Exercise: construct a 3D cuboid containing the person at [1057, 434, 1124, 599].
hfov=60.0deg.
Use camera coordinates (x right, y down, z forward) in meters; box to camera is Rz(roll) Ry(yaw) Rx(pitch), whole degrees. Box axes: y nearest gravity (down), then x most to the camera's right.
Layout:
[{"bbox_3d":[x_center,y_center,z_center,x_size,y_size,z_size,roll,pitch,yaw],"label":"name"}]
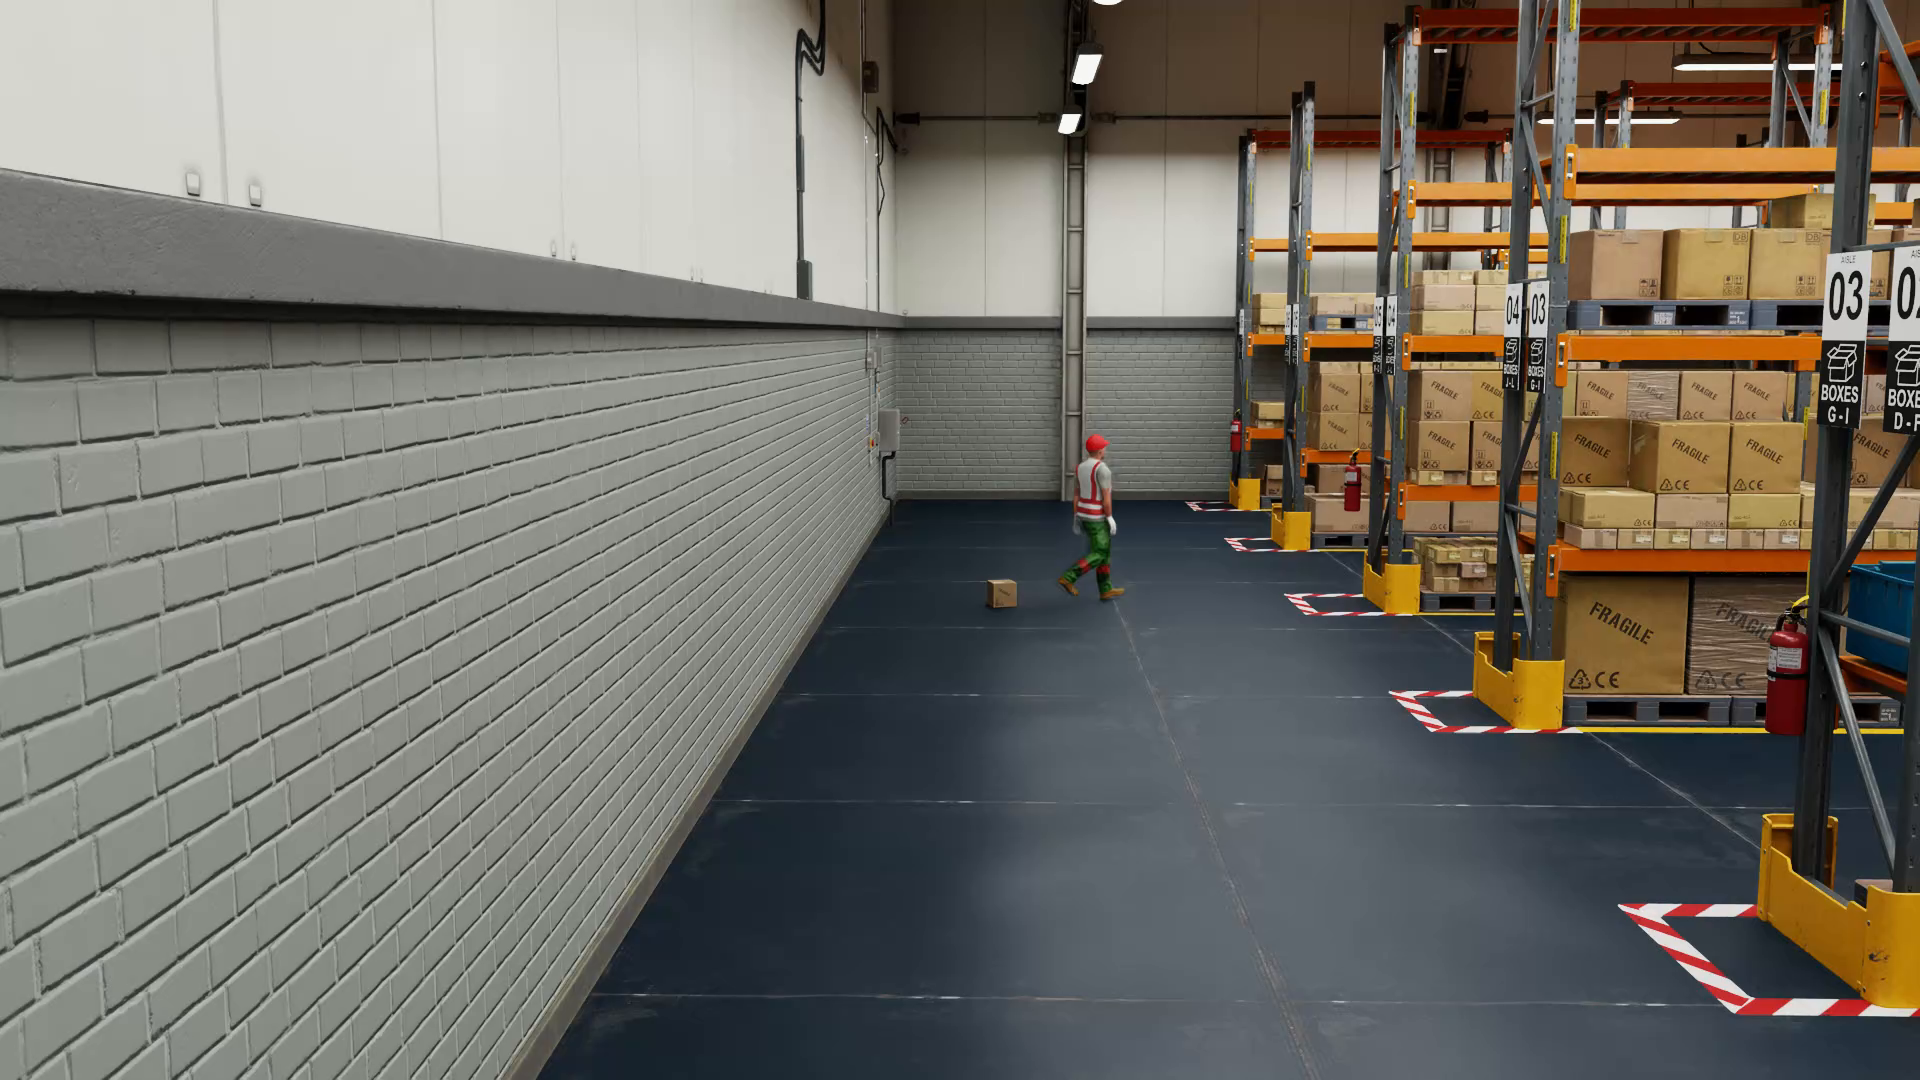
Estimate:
[{"bbox_3d":[1.380,-0.229,17.477,0.929,1.762,0.535,-4,8,-29],"label":"person"}]
